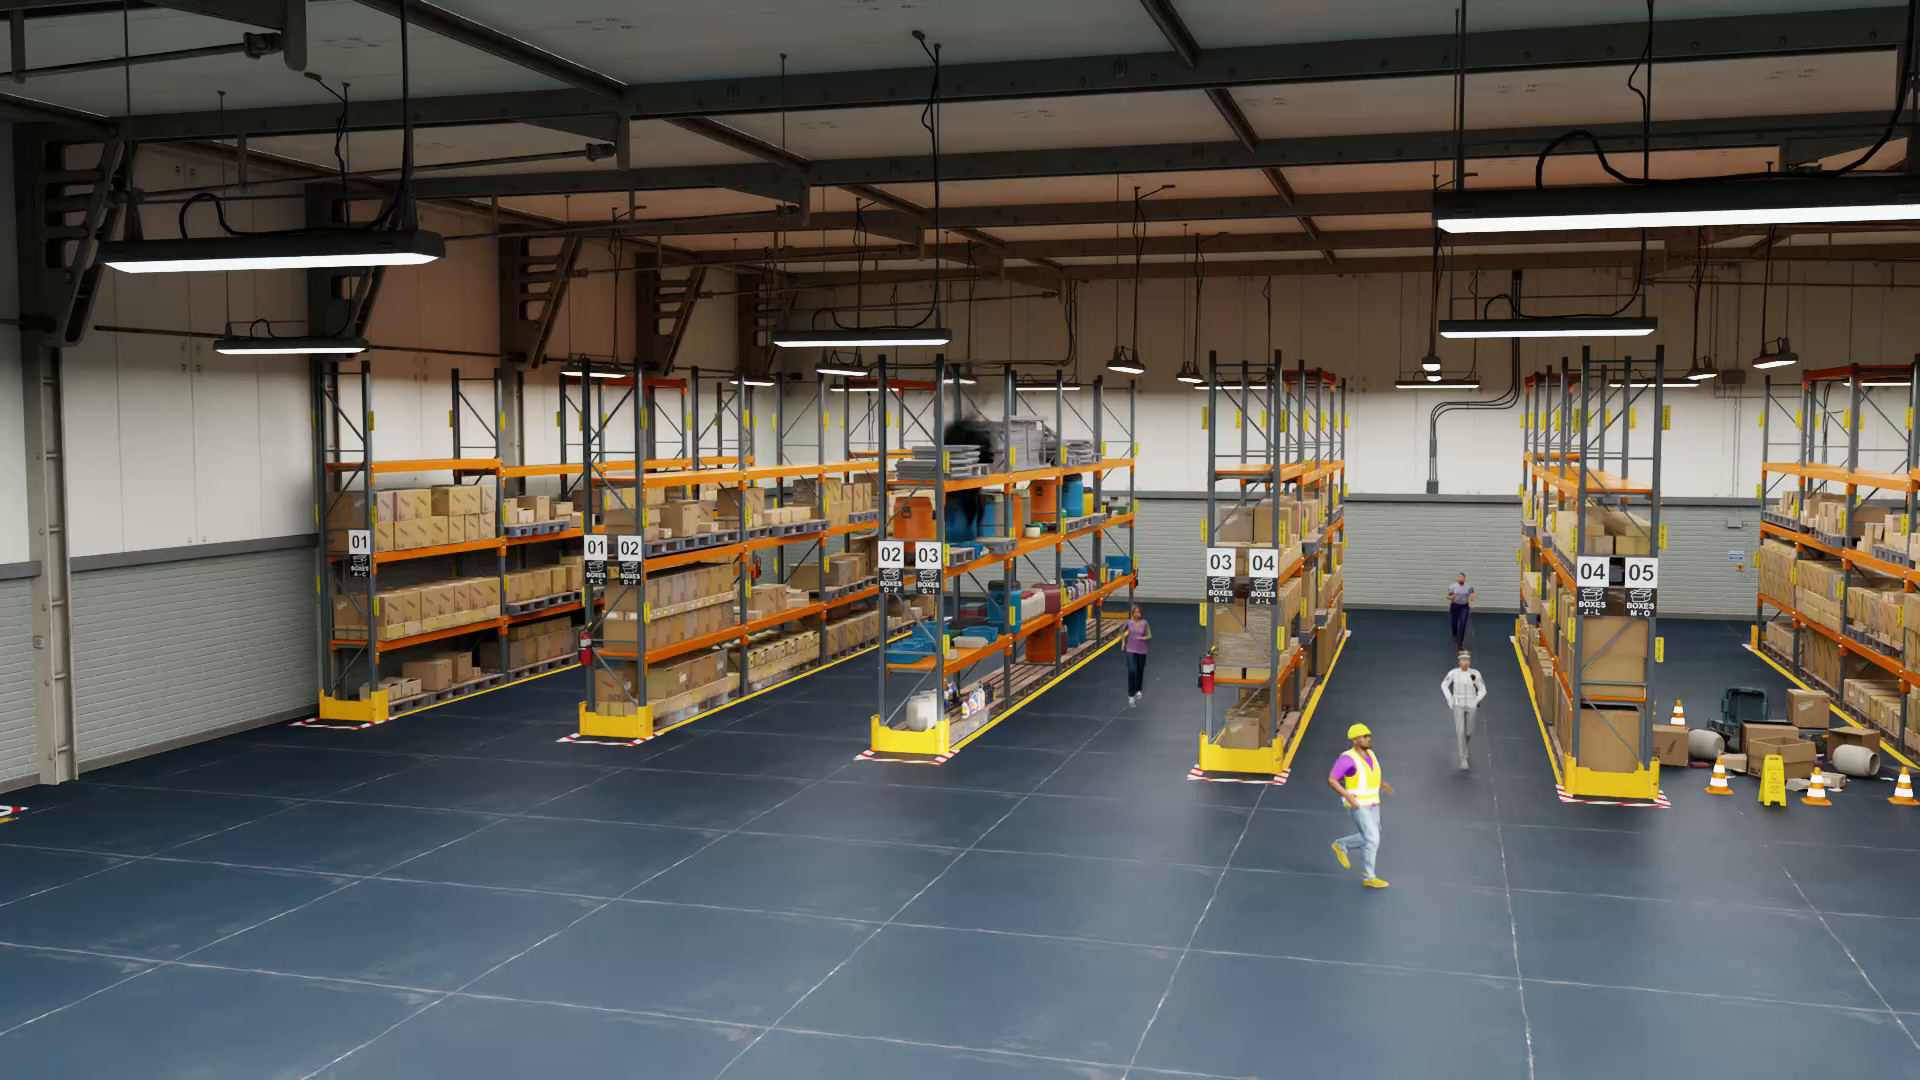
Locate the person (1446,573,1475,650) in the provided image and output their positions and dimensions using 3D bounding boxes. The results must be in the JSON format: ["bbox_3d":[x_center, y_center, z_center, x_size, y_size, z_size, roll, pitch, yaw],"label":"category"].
[{"bbox_3d":[11.092,1.561,36.873,0.614,1.659,0.912,1,4,18],"label":"person"}]

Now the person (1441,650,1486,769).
[{"bbox_3d":[7.347,2.436,24.256,0.626,1.693,0.781,1,4,9],"label":"person"}]

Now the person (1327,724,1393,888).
[{"bbox_3d":[4.319,2.853,18.005,0.712,1.733,0.795,-4,5,-41],"label":"person"}]

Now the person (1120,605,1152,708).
[{"bbox_3d":[2.945,1.937,27.822,0.503,1.689,0.684,0,4,2],"label":"person"}]
